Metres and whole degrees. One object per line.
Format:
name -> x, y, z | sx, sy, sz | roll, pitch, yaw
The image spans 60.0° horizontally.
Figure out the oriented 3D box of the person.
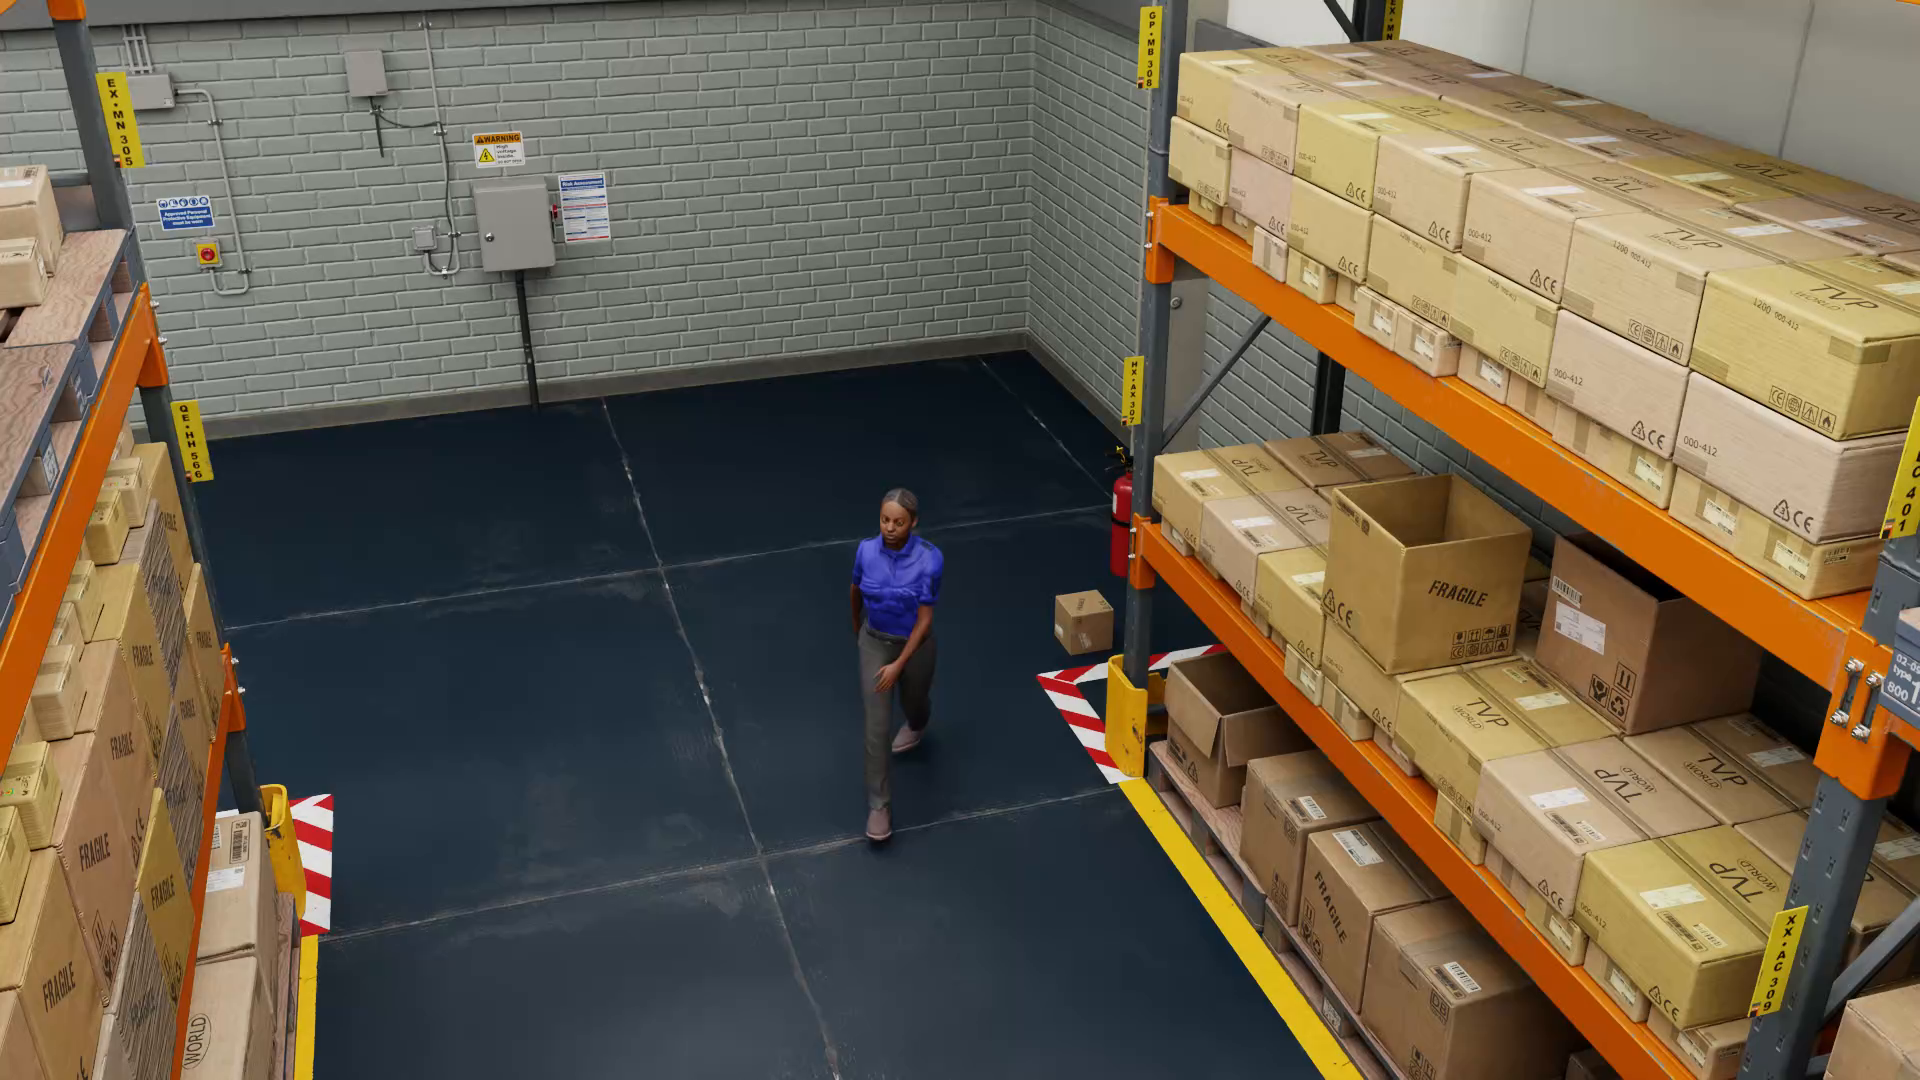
person -> -0.304, 0.480, 7.672 | 0.482, 1.597, 0.981 | 4, 27, 7
